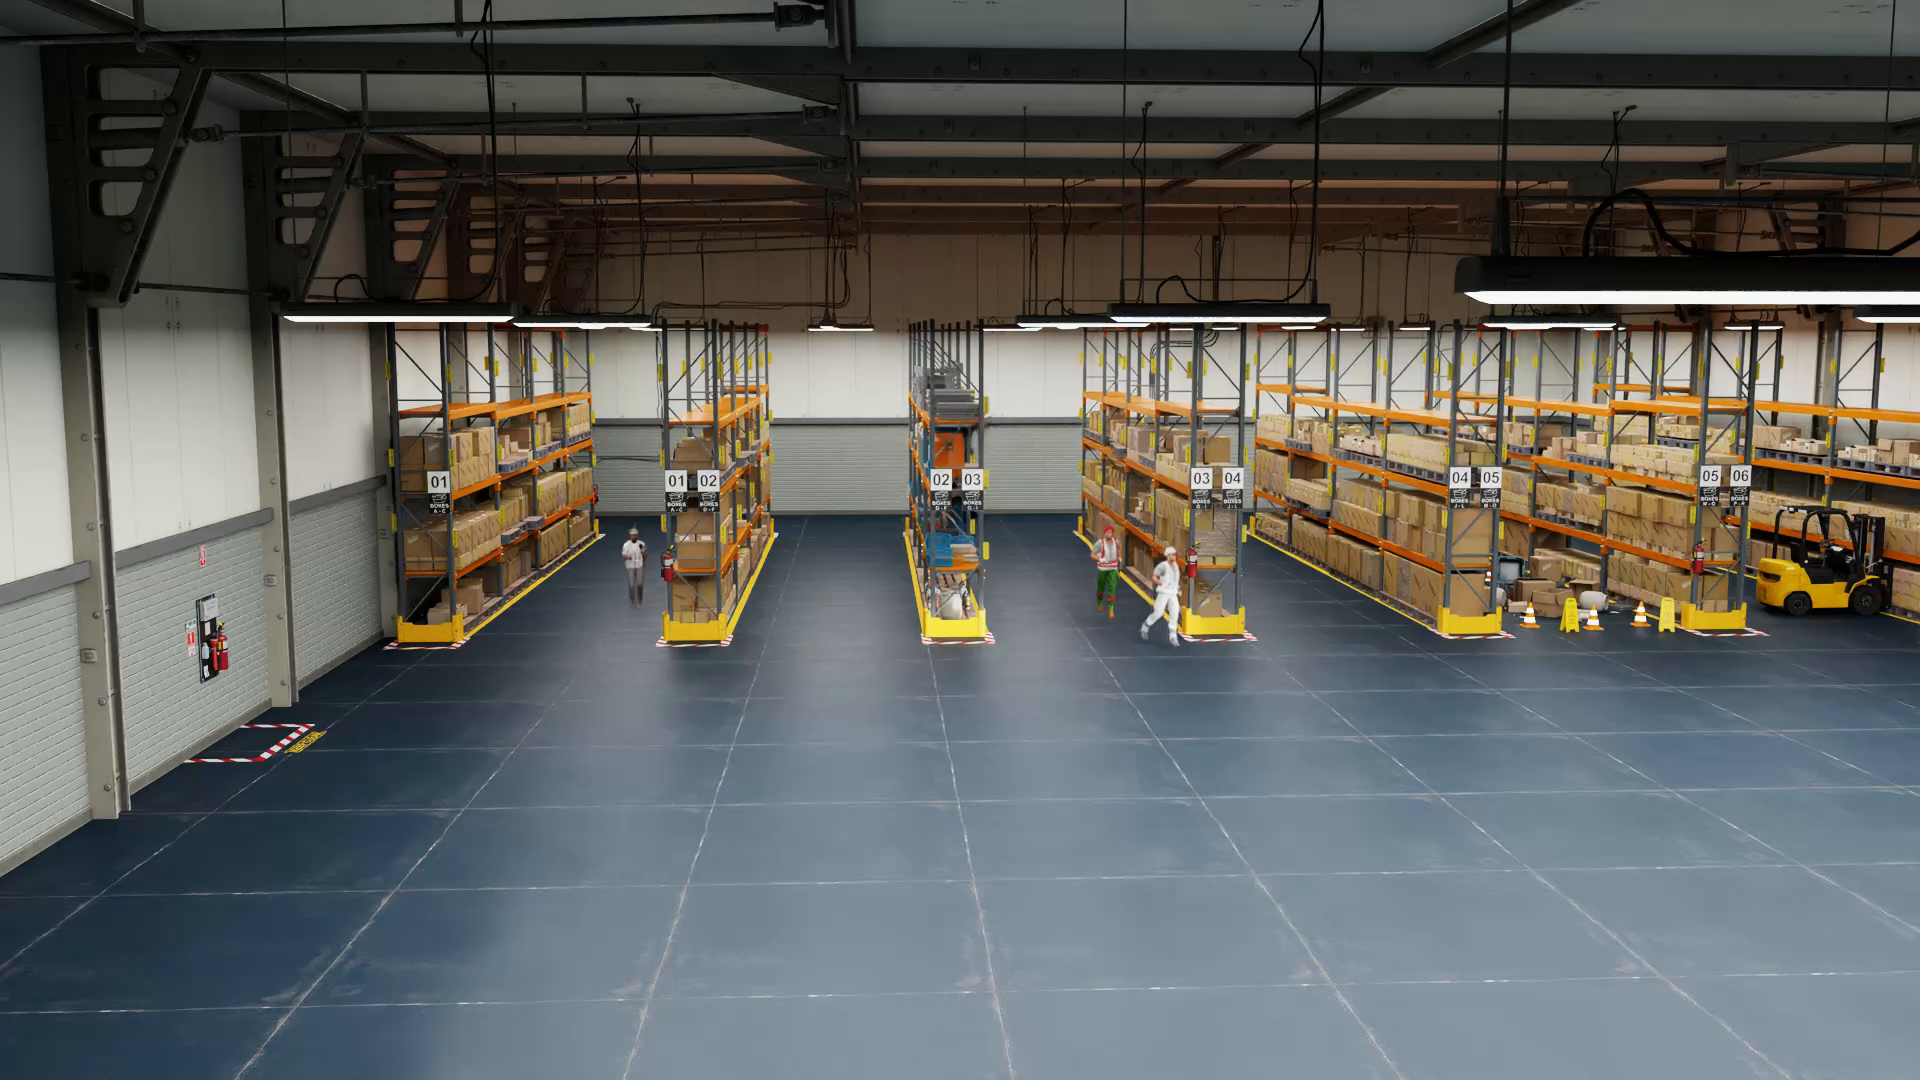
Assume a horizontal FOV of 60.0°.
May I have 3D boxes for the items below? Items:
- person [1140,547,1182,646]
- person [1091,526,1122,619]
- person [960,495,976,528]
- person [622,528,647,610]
[{"bbox_3d":[3.876,1.023,30.891,0.718,1.772,0.967,-5,8,-33],"label":"person"},{"bbox_3d":[2.904,0.595,32.834,0.687,1.792,1.033,-2,7,-12],"label":"person"},{"bbox_3d":[0.027,-1.154,49.102,0.891,1.589,0.533,0,7,3],"label":"person"},{"bbox_3d":[-6.801,0.615,34.774,0.527,1.750,0.778,-2,7,-12],"label":"person"}]
